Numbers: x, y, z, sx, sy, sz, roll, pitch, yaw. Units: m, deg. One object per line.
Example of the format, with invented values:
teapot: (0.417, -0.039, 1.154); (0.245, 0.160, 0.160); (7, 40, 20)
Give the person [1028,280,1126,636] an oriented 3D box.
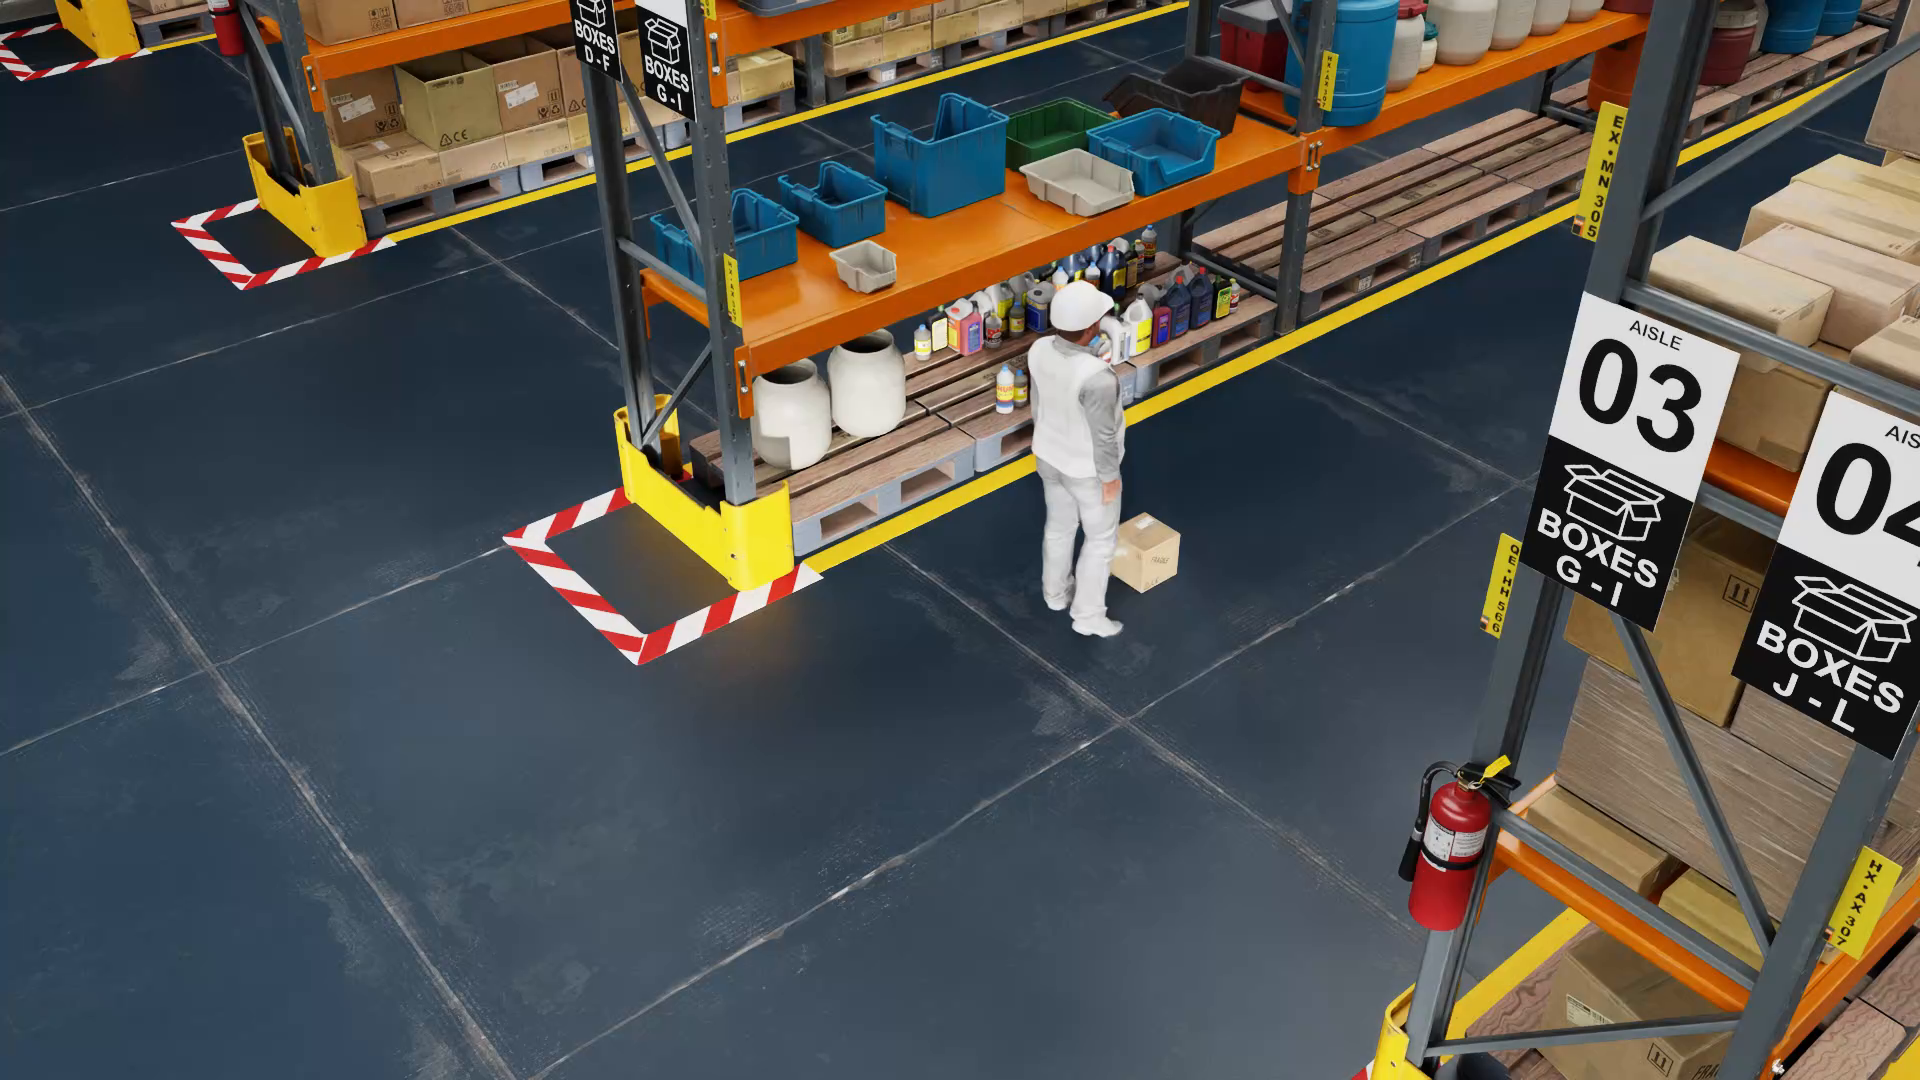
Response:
person: (0.555, -0.365, 7.604); (0.406, 1.833, 0.554); (-26, 43, -31)
